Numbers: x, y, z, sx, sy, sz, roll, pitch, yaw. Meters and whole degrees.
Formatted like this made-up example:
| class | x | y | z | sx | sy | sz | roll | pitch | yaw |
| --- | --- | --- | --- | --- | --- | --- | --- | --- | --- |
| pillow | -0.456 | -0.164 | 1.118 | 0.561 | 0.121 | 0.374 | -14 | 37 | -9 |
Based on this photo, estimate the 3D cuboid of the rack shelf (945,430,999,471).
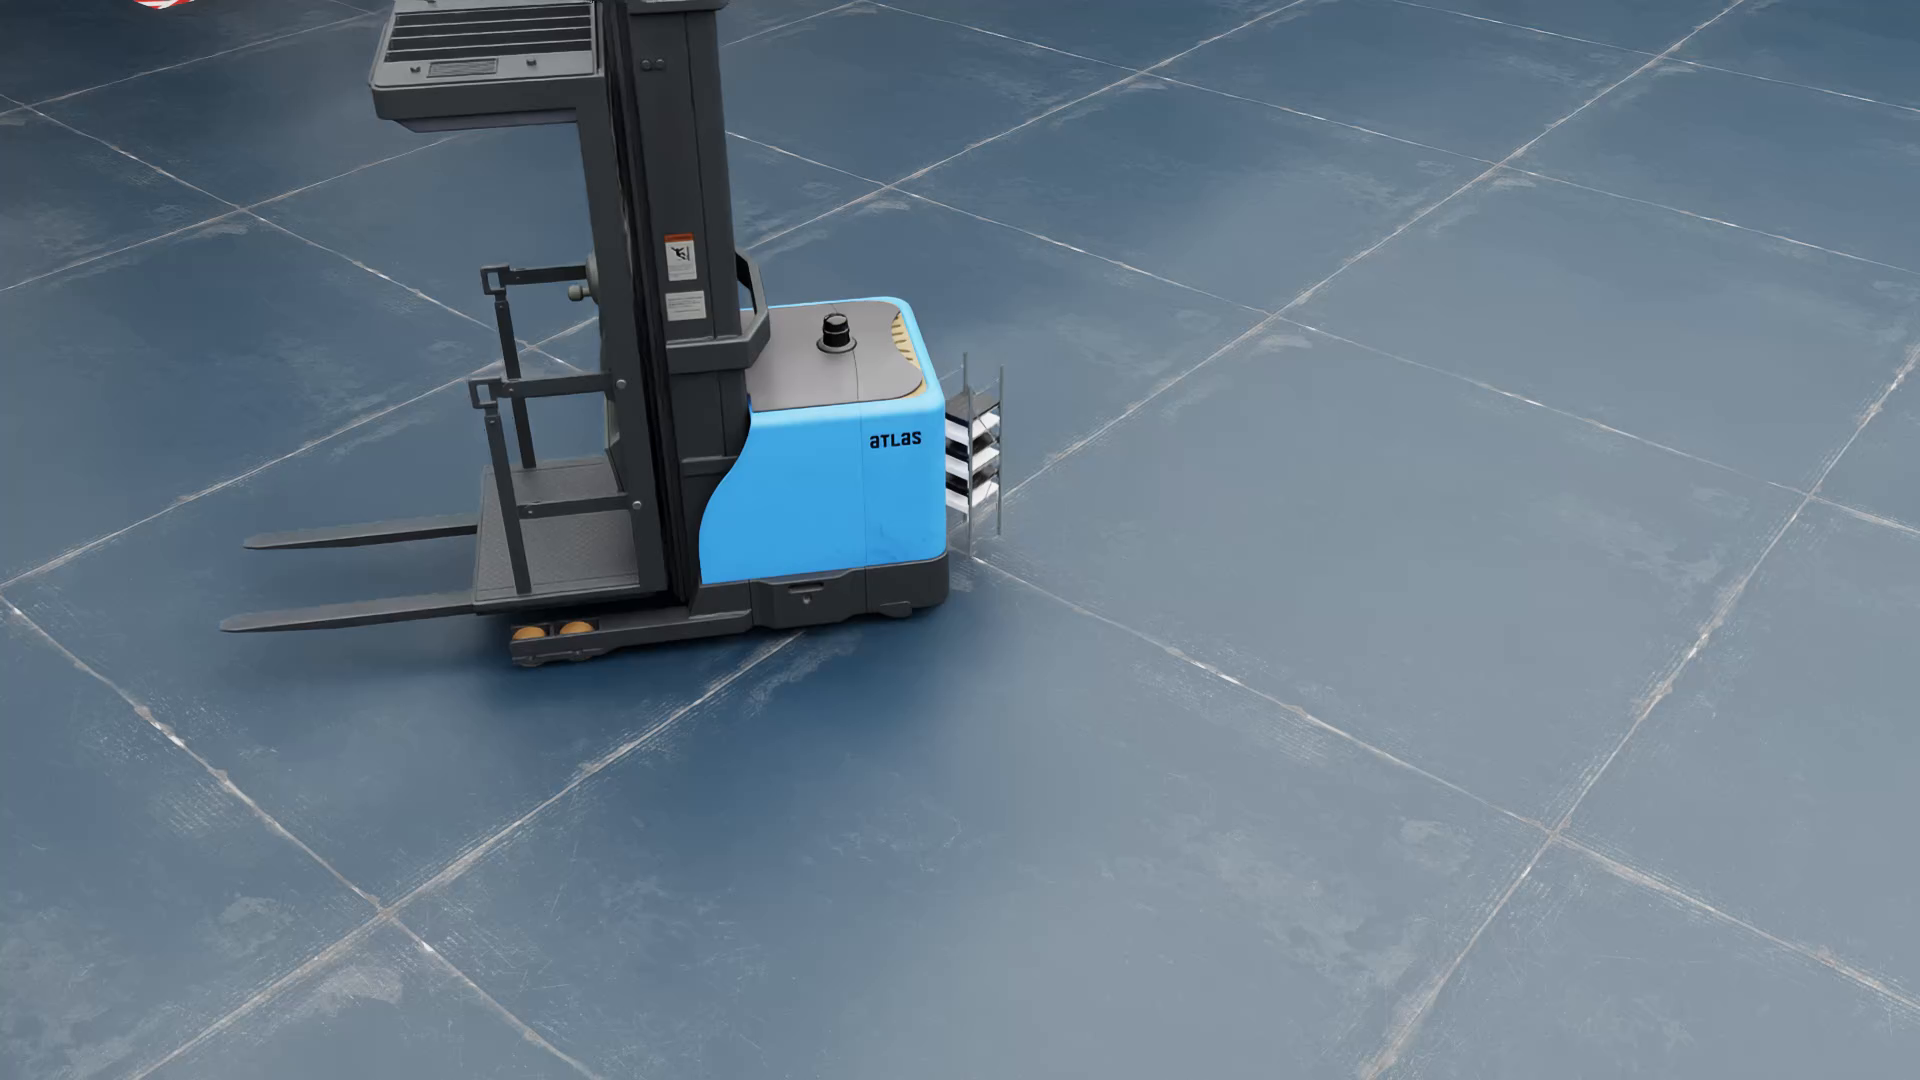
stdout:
| class | x | y | z | sx | sy | sz | roll | pitch | yaw |
| --- | --- | --- | --- | --- | --- | --- | --- | --- | --- |
| rack shelf | 0.036 | -0.426 | 7.475 | 0.200 | 0.077 | 0.258 | 24 | 41 | 31 |

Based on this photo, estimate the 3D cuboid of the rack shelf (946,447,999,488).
| class | x | y | z | sx | sy | sz | roll | pitch | yaw |
| --- | --- | --- | --- | --- | --- | --- | --- | --- | --- |
| rack shelf | 0.036 | -0.352 | 7.526 | 0.200 | 0.077 | 0.258 | 24 | 41 | 31 |

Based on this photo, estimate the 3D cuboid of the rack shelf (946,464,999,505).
| class | x | y | z | sx | sy | sz | roll | pitch | yaw |
| --- | --- | --- | --- | --- | --- | --- | --- | --- | --- |
| rack shelf | 0.036 | -0.278 | 7.577 | 0.200 | 0.077 | 0.258 | 24 | 41 | 31 |

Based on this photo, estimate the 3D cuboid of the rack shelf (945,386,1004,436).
| class | x | y | z | sx | sy | sz | roll | pitch | yaw |
| --- | --- | --- | --- | --- | --- | --- | --- | --- | --- |
| rack shelf | 0.036 | -0.574 | 7.373 | 0.200 | 0.077 | 0.258 | 24 | 41 | 31 |

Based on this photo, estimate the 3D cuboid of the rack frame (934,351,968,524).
| class | x | y | z | sx | sy | sz | roll | pitch | yaw |
| --- | --- | --- | --- | --- | --- | --- | --- | --- | --- |
| rack frame | -0.043 | -0.415 | 7.560 | 0.006 | 0.900 | 0.240 | 24 | 41 | 31 |

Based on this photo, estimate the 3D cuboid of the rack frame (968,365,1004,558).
| class | x | y | z | sx | sy | sz | roll | pitch | yaw |
| --- | --- | --- | --- | --- | --- | --- | --- | --- | --- |
| rack frame | 0.115 | -0.343 | 7.455 | 0.006 | 0.900 | 0.240 | 24 | 41 | 31 |

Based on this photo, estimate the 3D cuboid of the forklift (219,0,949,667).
| class | x | y | z | sx | sy | sz | roll | pitch | yaw |
| --- | --- | --- | --- | --- | --- | --- | --- | --- | --- |
| forklift | -1.616 | -1.003 | 6.621 | 3.031 | 2.935 | 1.130 | -6 | 35 | -9 |

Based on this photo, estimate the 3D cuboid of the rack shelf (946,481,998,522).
| class | x | y | z | sx | sy | sz | roll | pitch | yaw |
| --- | --- | --- | --- | --- | --- | --- | --- | --- | --- |
| rack shelf | 0.036 | -0.203 | 7.628 | 0.200 | 0.077 | 0.258 | 24 | 41 | 31 |

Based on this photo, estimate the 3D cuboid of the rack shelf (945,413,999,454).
| class | x | y | z | sx | sy | sz | roll | pitch | yaw |
| --- | --- | --- | --- | --- | --- | --- | --- | --- | --- |
| rack shelf | 0.036 | -0.500 | 7.424 | 0.200 | 0.077 | 0.258 | 24 | 41 | 31 |

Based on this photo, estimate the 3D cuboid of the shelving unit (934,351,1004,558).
| class | x | y | z | sx | sy | sz | roll | pitch | yaw |
| --- | --- | --- | --- | --- | --- | --- | --- | --- | --- |
| shelving unit | 0.036 | -0.379 | 7.507 | 0.210 | 0.900 | 0.258 | 24 | 41 | 31 |
